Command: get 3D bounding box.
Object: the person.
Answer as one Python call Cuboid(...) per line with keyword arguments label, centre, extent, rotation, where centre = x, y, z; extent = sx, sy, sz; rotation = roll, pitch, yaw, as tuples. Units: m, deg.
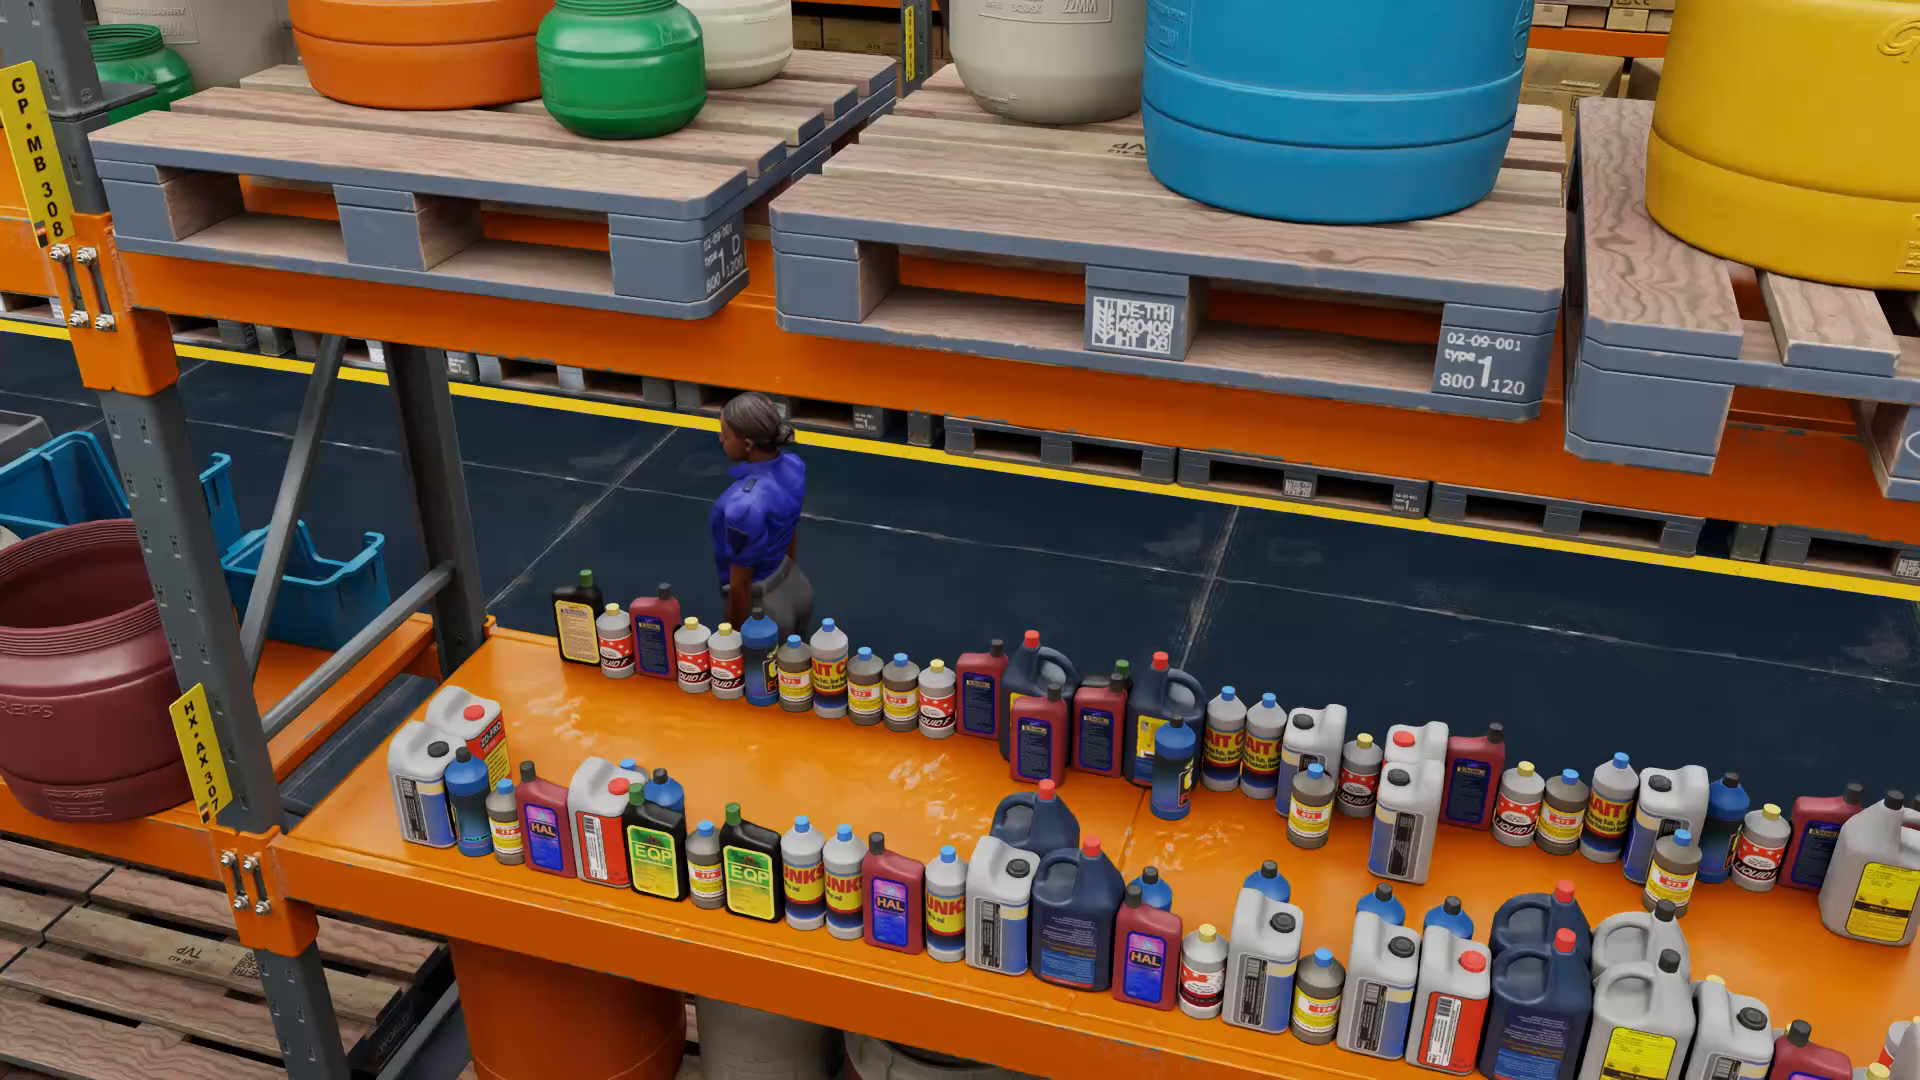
Cuboid(label="person", centre=(-0.674, 0.254, 5.686), extent=(0.300, 1.658, 0.437), rotation=(9, 31, 16))
